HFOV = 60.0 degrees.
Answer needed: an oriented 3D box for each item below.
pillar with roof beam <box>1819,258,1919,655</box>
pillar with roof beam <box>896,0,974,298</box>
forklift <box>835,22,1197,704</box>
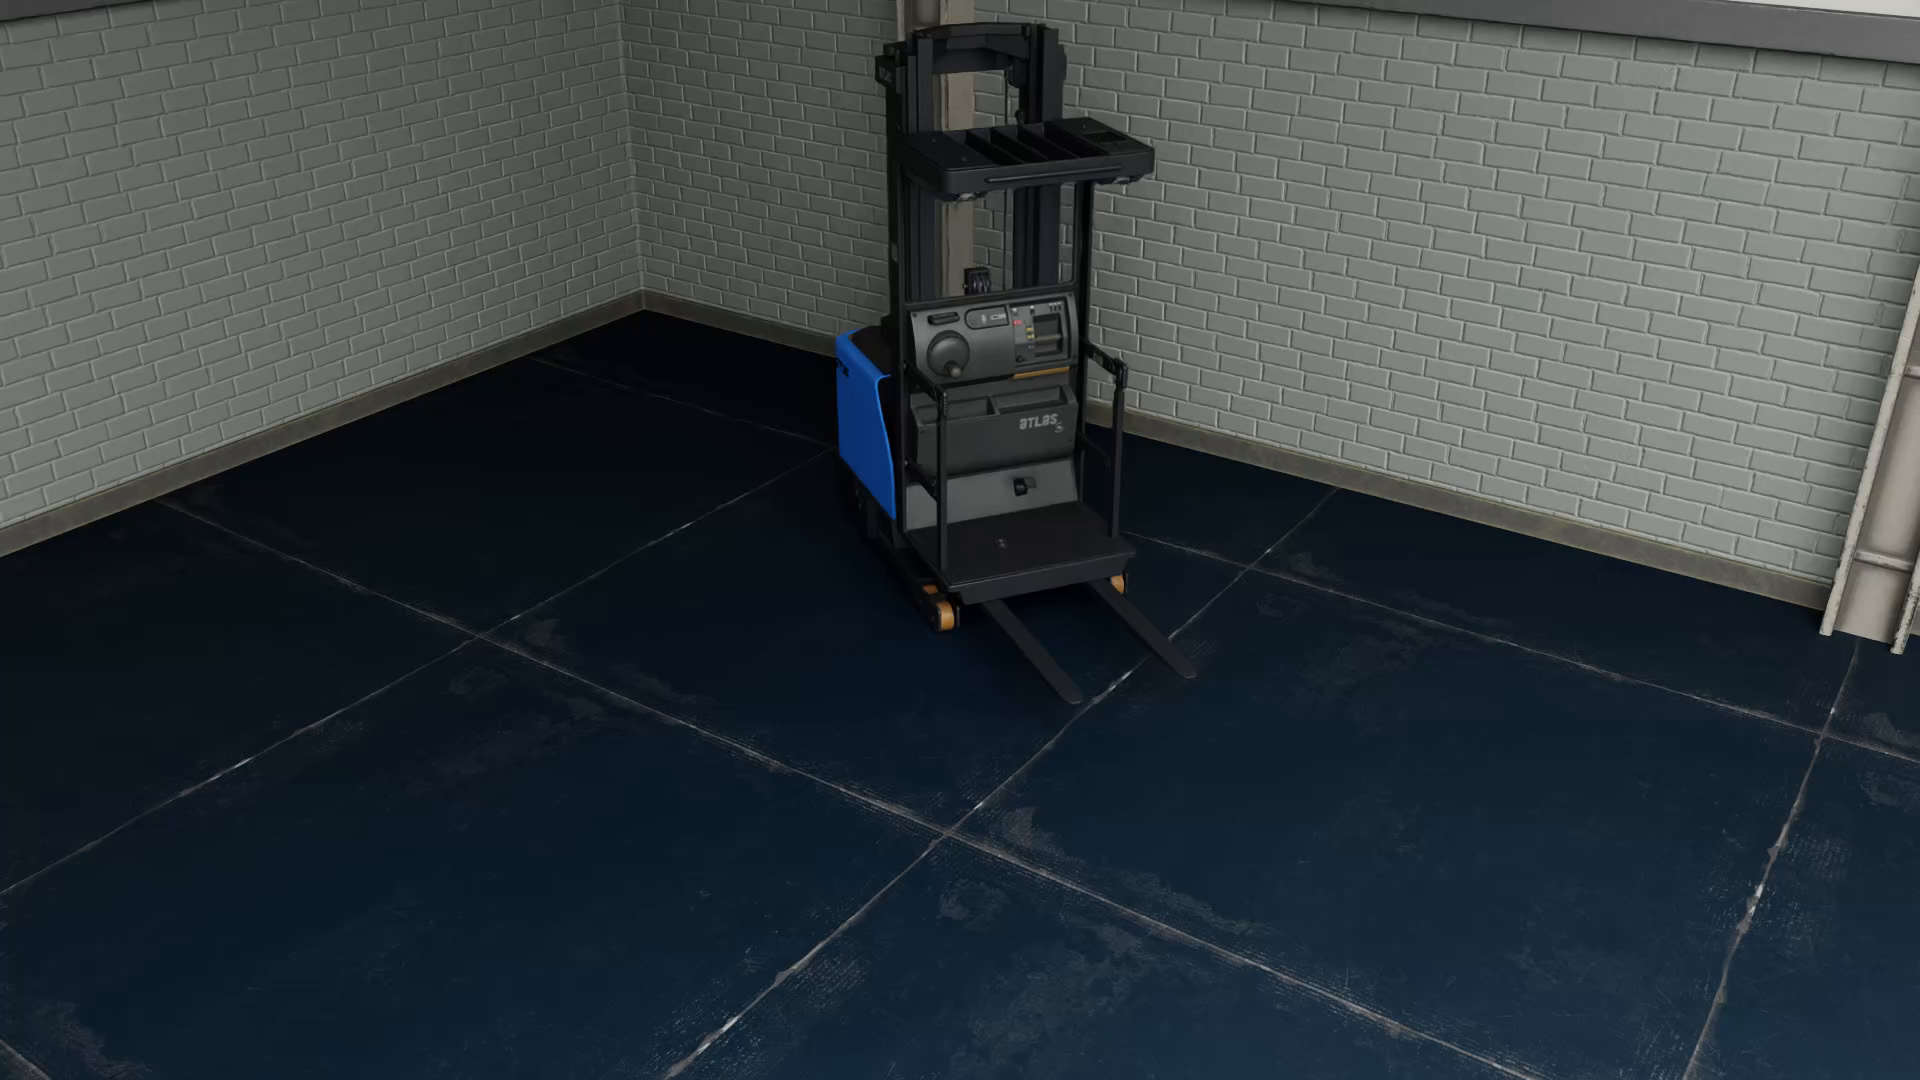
[{"bbox_3d":[2.348,-1.916,3.593,0.400,9.000,9.100,17,32,30],"label":"pillar with roof beam"},{"bbox_3d":[-2.598,-3.457,6.621,0.400,9.000,9.100,17,32,30],"label":"pillar with roof beam"},{"bbox_3d":[0.267,-1.037,8.557,1.130,2.935,3.031,-10,29,-19],"label":"forklift"}]
